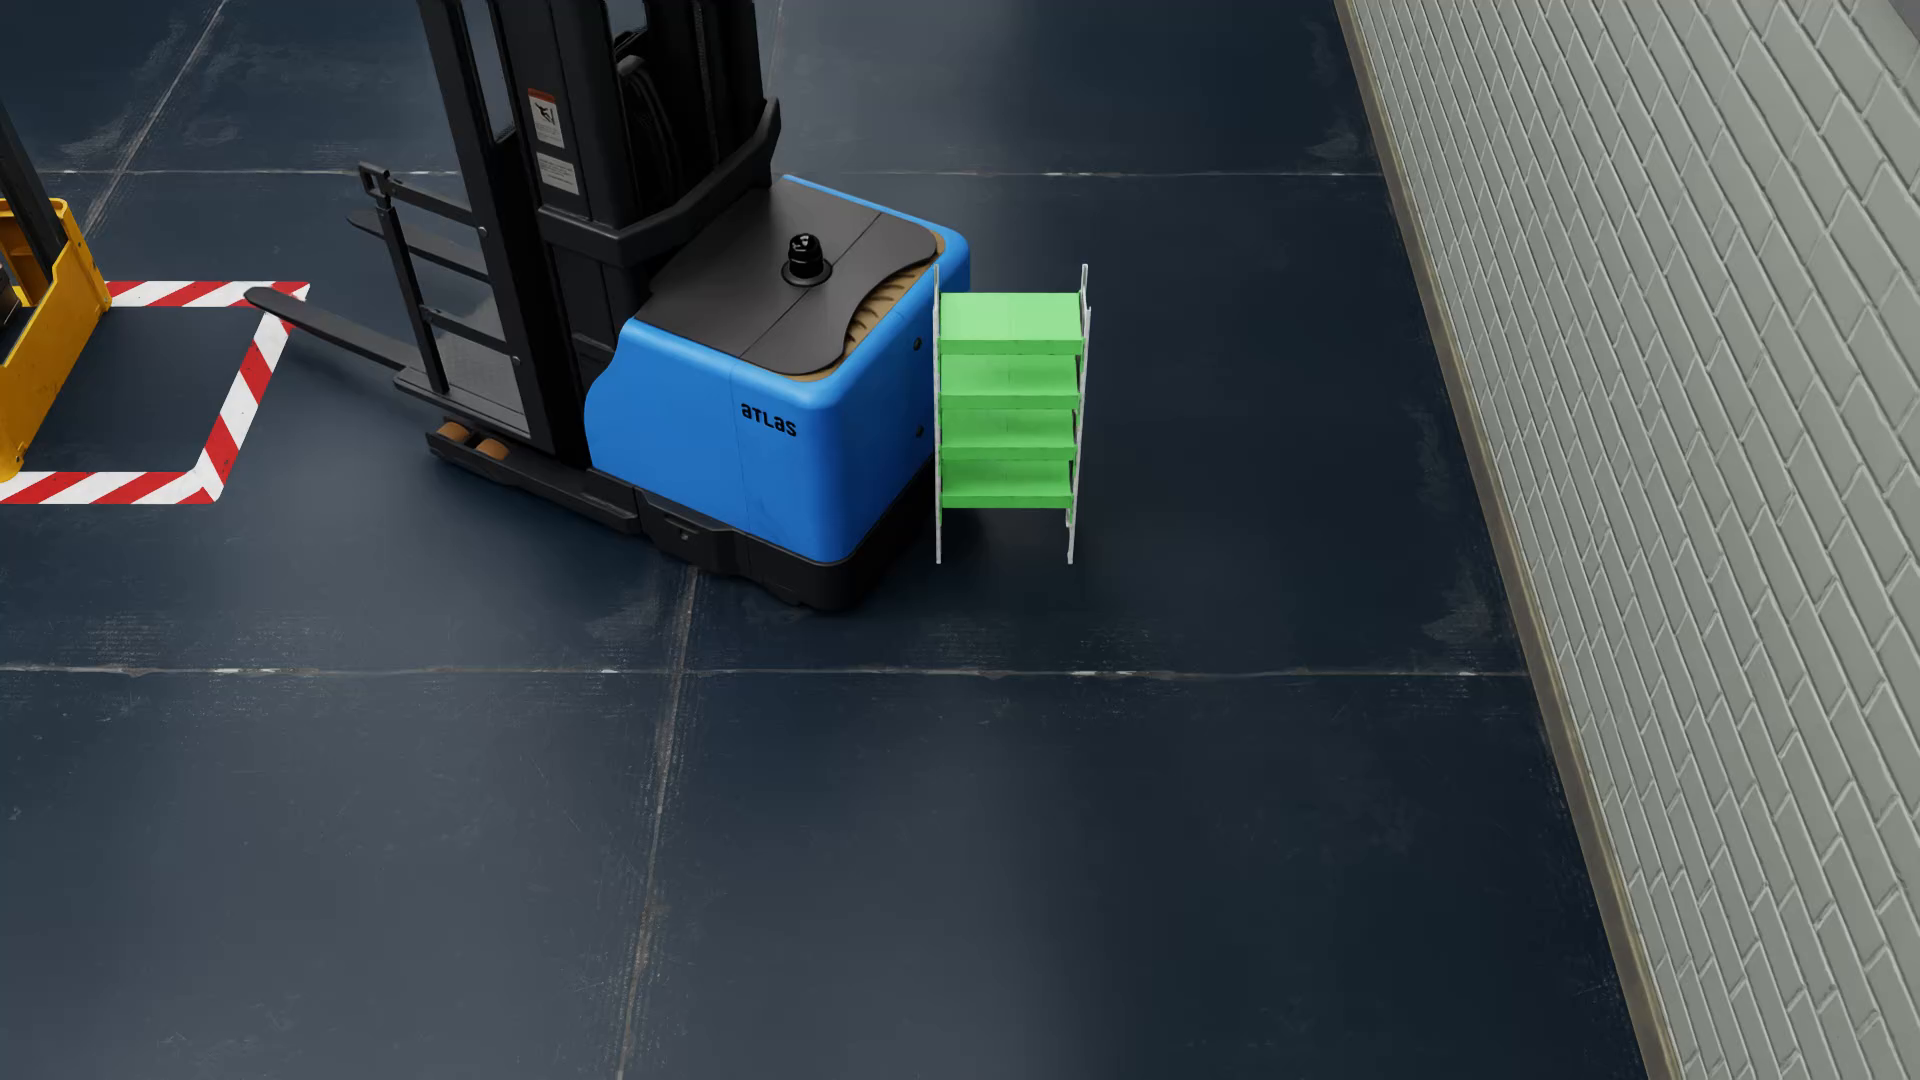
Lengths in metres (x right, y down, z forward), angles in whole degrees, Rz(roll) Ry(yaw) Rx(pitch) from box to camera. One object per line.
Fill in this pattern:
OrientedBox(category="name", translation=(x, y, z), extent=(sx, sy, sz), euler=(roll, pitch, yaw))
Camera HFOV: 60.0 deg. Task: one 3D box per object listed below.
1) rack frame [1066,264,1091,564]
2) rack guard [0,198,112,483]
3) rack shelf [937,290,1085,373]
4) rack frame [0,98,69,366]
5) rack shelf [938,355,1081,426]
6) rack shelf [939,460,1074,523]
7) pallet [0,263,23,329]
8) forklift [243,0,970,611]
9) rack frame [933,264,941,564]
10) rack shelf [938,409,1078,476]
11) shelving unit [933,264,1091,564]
OrientedBox(category="rack frame", translation=(0.410, -0.408, 5.810), extent=(0.015, 1.200, 0.240), euler=(0, 47, 0))
OrientedBox(category="rack guard", translation=(-3.849, -0.816, 6.668), extent=(0.348, 0.500, 1.175), euler=(0, 47, 0))
OrientedBox(category="rack shelf", translation=(0.166, -0.692, 5.506), extent=(0.480, 0.148, 0.258), euler=(0, 47, 0))
OrientedBox(category="rack frame", translation=(-3.773, -1.667, 5.753), extent=(0.127, 3.000, 1.000), euler=(0, 47, 0))
OrientedBox(category="rack shelf", translation=(0.166, -0.528, 5.681), extent=(0.480, 0.148, 0.258), euler=(0, 47, 0))
OrientedBox(category="rack shelf", translation=(0.166, -0.201, 6.033), extent=(0.480, 0.148, 0.258), euler=(0, 47, 0))
OrientedBox(category="pallet", translation=(-4.661, -0.746, 6.800), extent=(1.213, 0.211, 1.003), euler=(0, 47, 0))
OrientedBox(category="forklift", translation=(-1.490, -1.542, 5.683), extent=(3.031, 2.935, 1.130), euler=(22, 51, 19))
OrientedBox(category="rack frame", translation=(-0.078, -0.409, 5.811), extent=(0.015, 1.200, 0.240), euler=(0, 47, 0))
OrientedBox(category="rack shelf", translation=(0.166, -0.365, 5.857), extent=(0.480, 0.148, 0.258), euler=(0, 47, 0))
OrientedBox(category="shelving unit", translation=(0.166, -0.408, 5.810), extent=(0.503, 1.200, 0.258), euler=(0, 47, 0))
